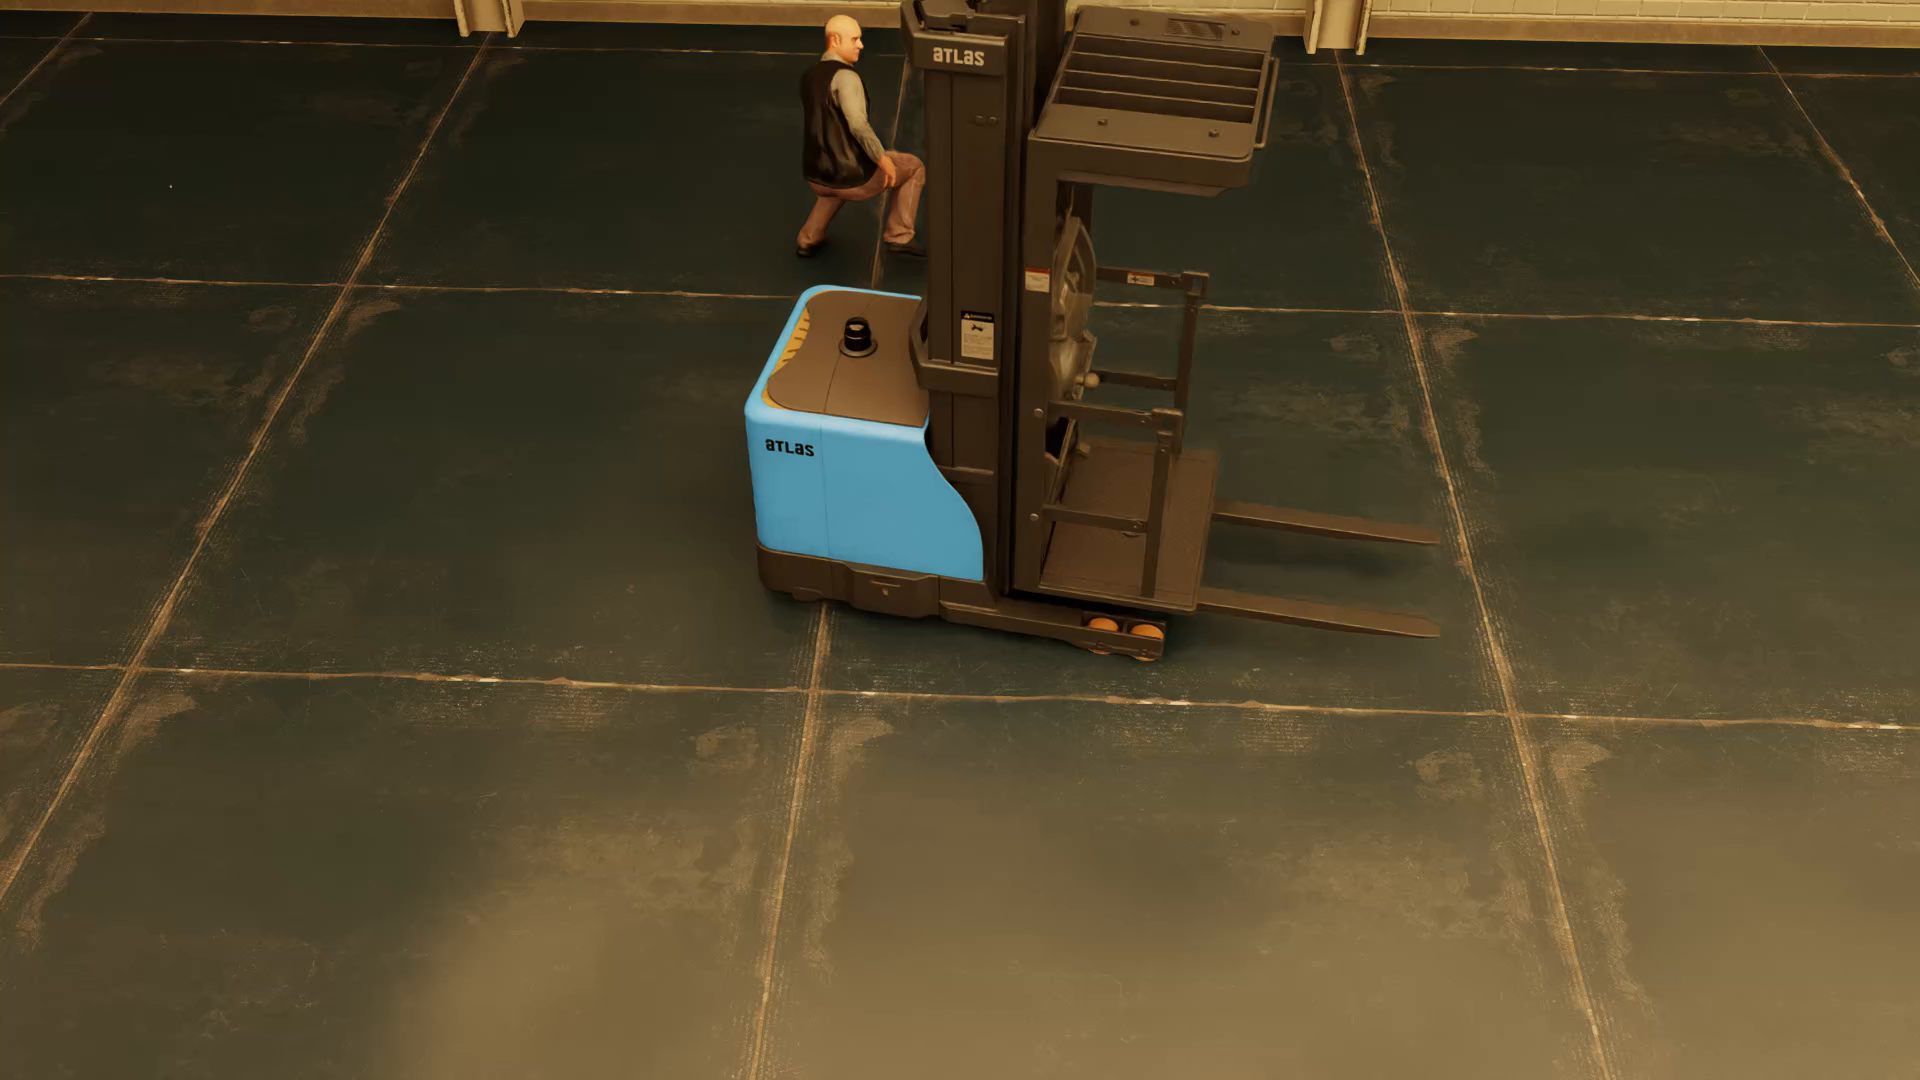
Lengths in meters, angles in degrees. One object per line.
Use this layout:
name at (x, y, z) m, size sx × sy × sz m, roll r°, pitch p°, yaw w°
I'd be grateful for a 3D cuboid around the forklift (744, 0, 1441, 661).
forklift at (0.650, -0.943, 6.775) m, size 3.031 × 2.935 × 1.130 m, roll 8°, pitch 43°, yaw 9°

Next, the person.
person at (-0.587, -2.150, 9.217) m, size 0.775 × 1.496 × 0.668 m, roll 30°, pitch 50°, yaw 29°
